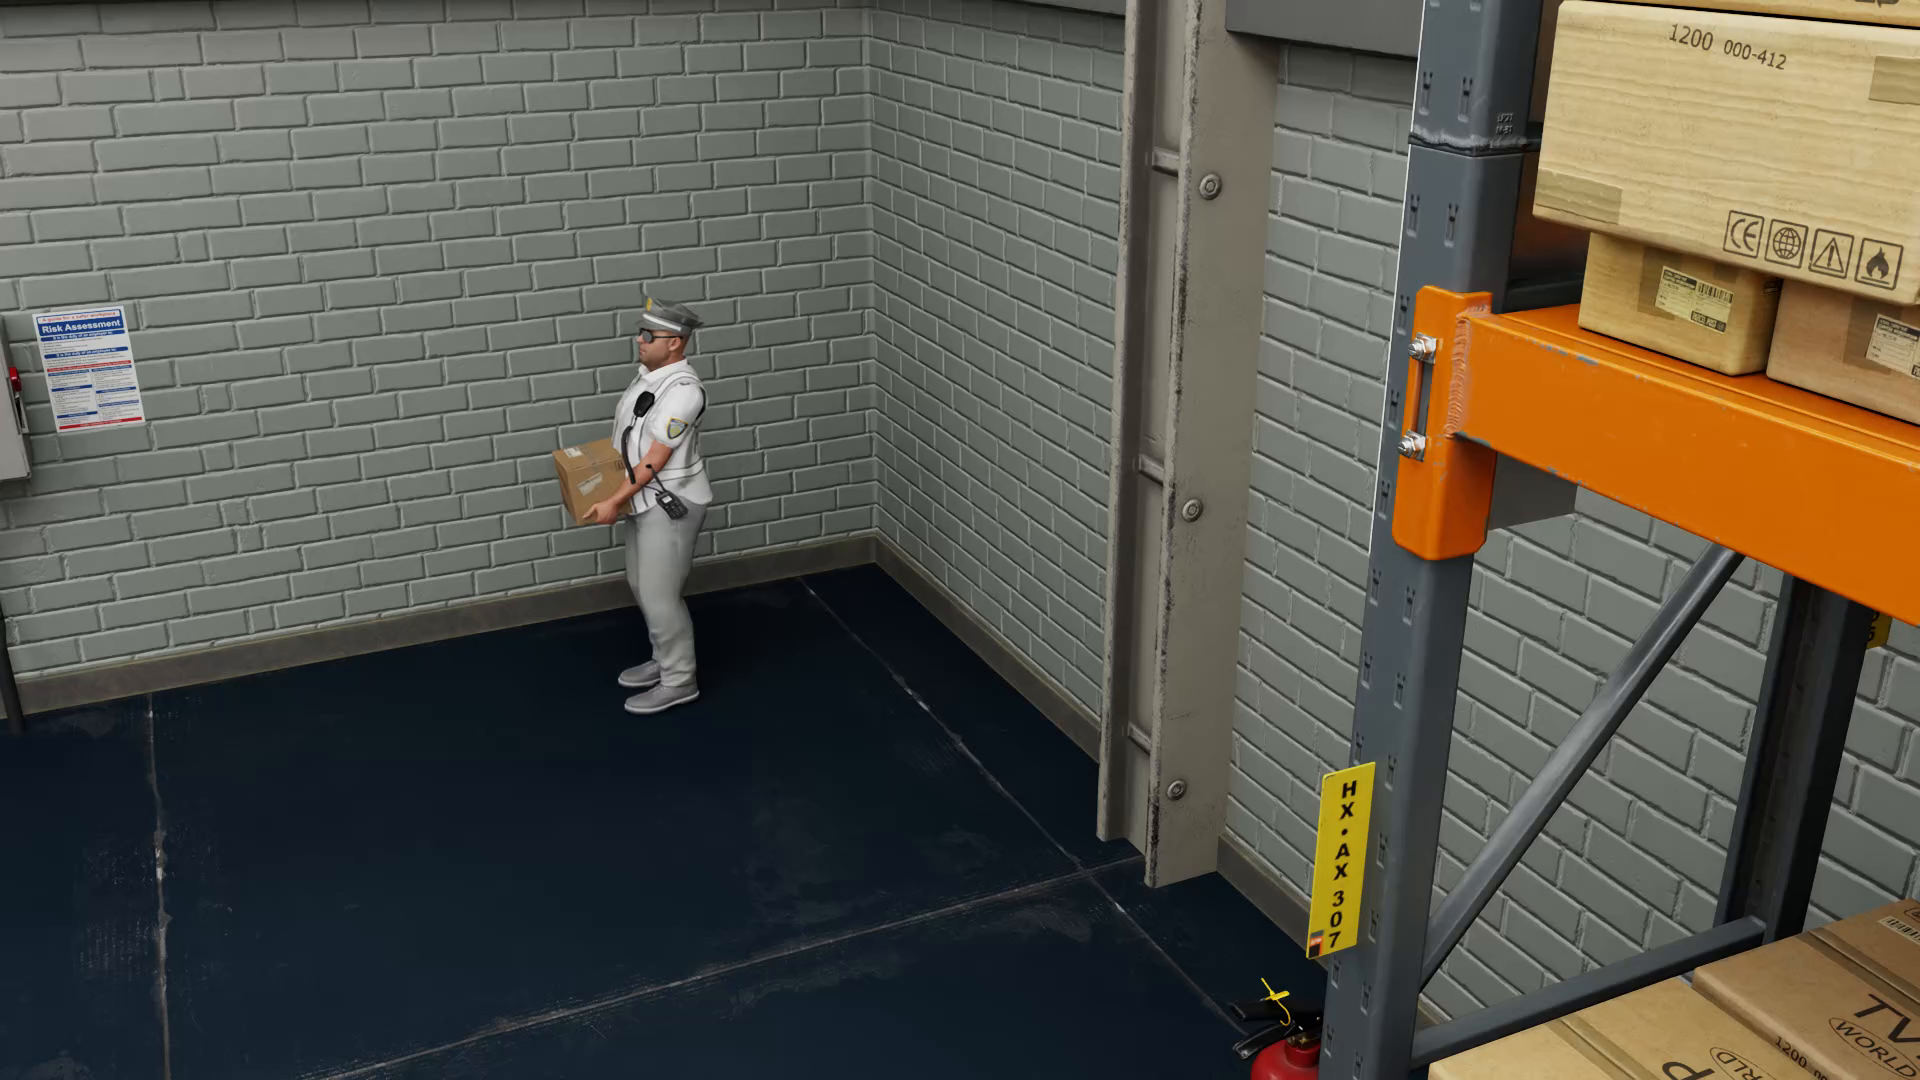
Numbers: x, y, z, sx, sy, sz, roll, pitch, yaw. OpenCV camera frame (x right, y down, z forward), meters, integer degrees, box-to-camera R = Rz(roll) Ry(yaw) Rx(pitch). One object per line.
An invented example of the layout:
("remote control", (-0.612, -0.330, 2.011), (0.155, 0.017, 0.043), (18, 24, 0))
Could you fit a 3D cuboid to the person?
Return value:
("person", (-1.309, -0.144, 6.910), (0.566, 1.767, 0.493), (-10, 24, -23))
